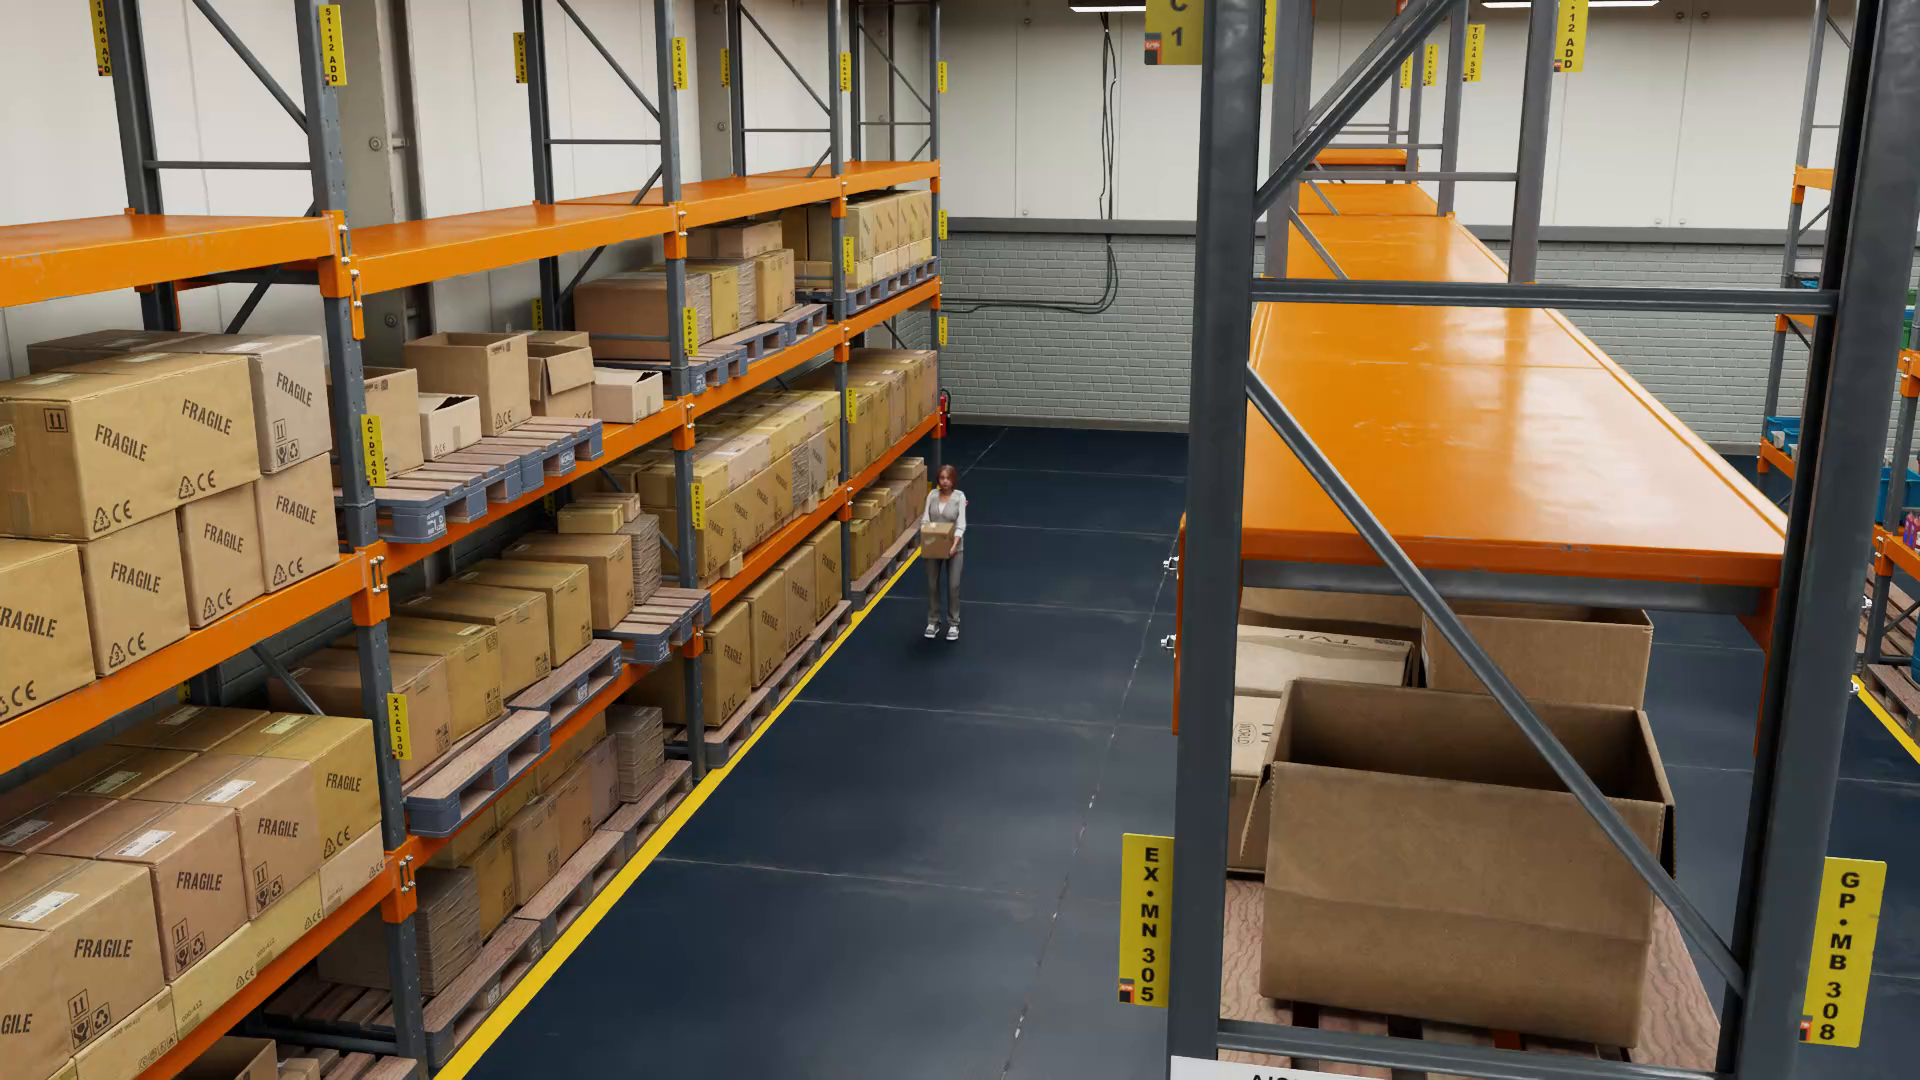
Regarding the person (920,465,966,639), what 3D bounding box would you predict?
[{"bbox_3d":[-0.156,0.122,15.076,0.419,1.594,0.492,3,15,12],"label":"person"}]
